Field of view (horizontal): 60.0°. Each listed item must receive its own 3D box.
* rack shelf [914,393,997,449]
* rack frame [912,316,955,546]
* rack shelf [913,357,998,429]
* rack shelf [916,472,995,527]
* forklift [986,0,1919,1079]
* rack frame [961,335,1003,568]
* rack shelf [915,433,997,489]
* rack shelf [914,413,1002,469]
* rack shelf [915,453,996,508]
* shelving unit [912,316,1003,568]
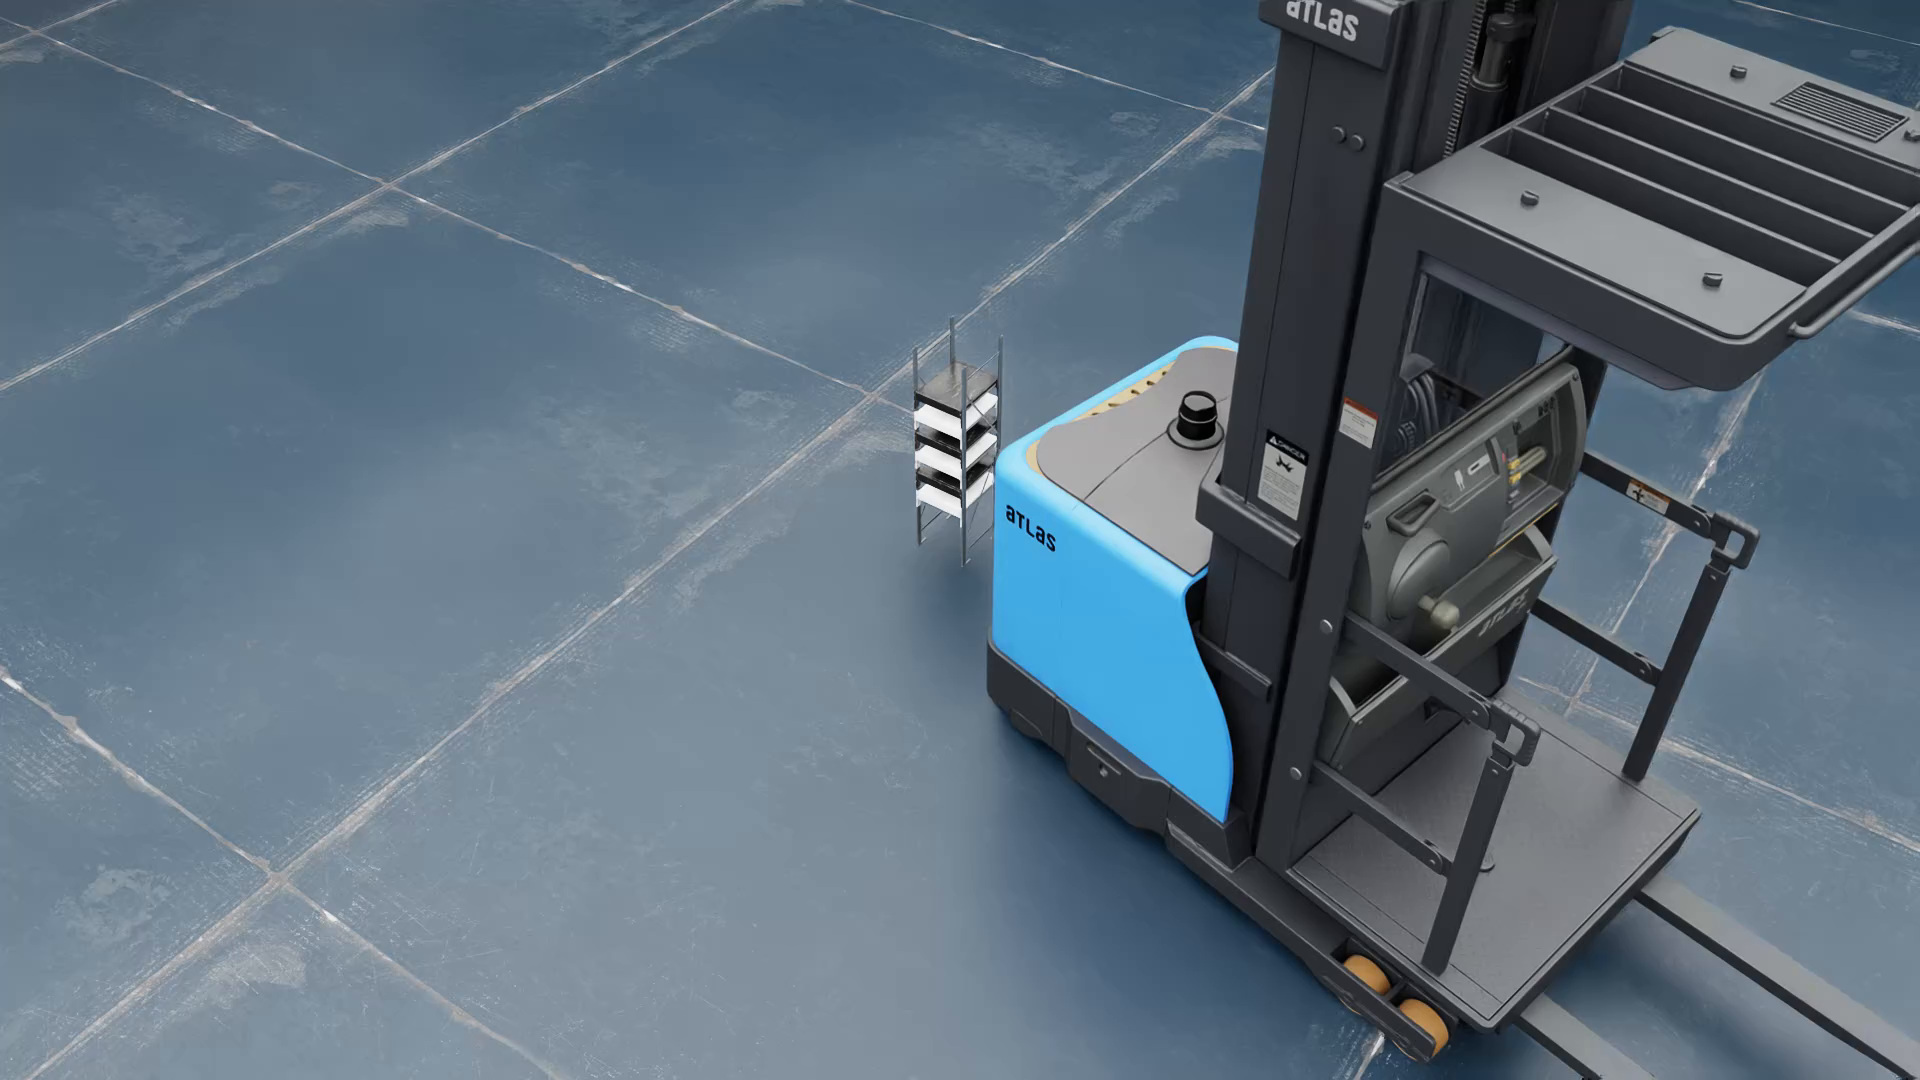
[{"bbox_3d":[-0.007,-0.448,5.856,0.200,0.077,0.258,25,48,25],"label":"rack shelf"},{"bbox_3d":[-0.090,-0.377,5.997,0.006,0.900,0.240,25,48,25],"label":"rack frame"},{"bbox_3d":[-0.007,-0.515,5.796,0.200,0.077,0.258,25,48,25],"label":"rack shelf"},{"bbox_3d":[-0.007,-0.179,6.096,0.200,0.077,0.258,25,48,25],"label":"rack shelf"},{"bbox_3d":[1.450,-0.037,4.093,1.130,2.935,3.031,-31,50,-30],"label":"forklift"},{"bbox_3d":[0.077,-0.300,5.910,0.006,0.900,0.240,25,48,25],"label":"rack frame"},{"bbox_3d":[-0.007,-0.314,5.976,0.200,0.077,0.258,25,48,25],"label":"rack shelf"},{"bbox_3d":[-0.007,-0.381,5.916,0.200,0.077,0.258,25,48,25],"label":"rack shelf"},{"bbox_3d":[-0.007,-0.247,6.036,0.200,0.077,0.258,25,48,25],"label":"rack shelf"},{"bbox_3d":[-0.007,-0.338,5.953,0.210,0.900,0.258,25,48,25],"label":"shelving unit"}]
